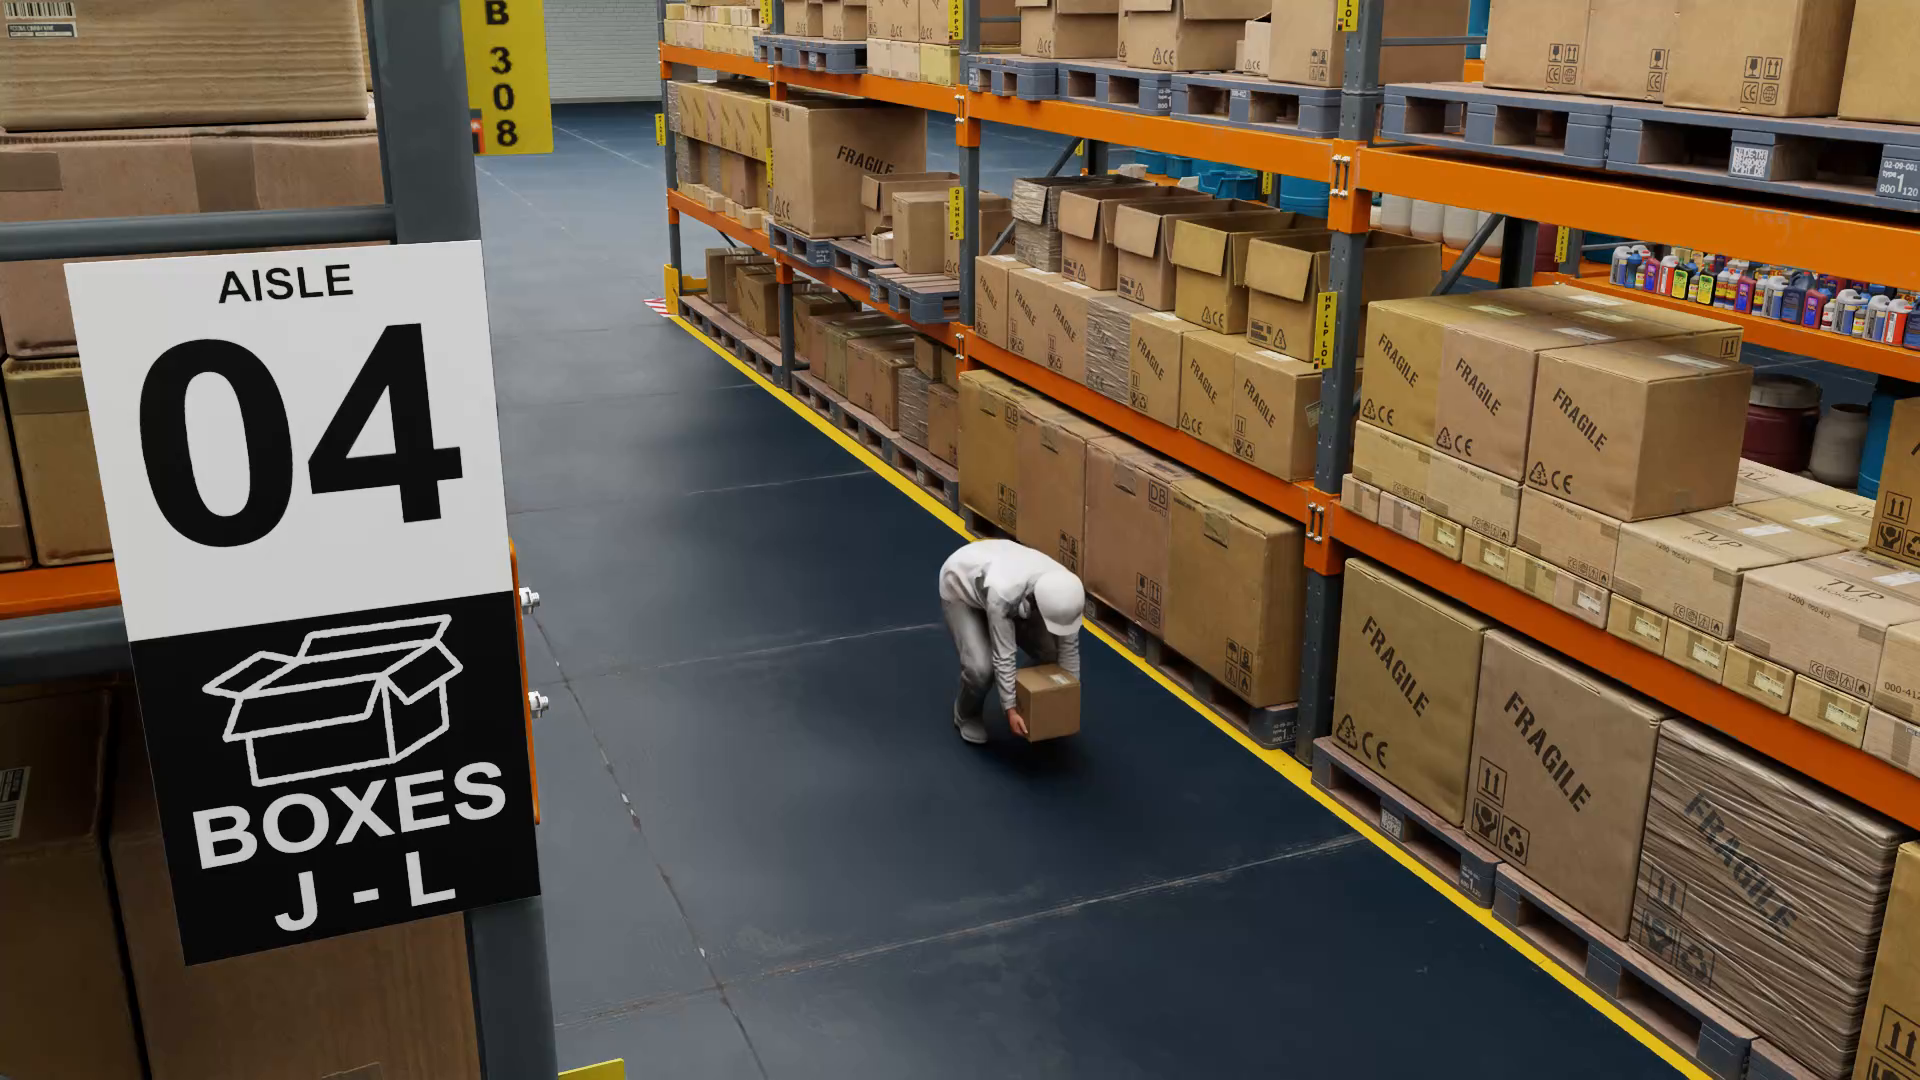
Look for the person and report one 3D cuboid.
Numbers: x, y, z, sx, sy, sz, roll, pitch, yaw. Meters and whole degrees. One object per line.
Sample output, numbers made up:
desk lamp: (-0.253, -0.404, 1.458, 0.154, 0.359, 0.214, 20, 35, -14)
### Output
person: (0.265, 0.502, 7.753, 0.519, 0.995, 0.993, -9, 21, -24)
